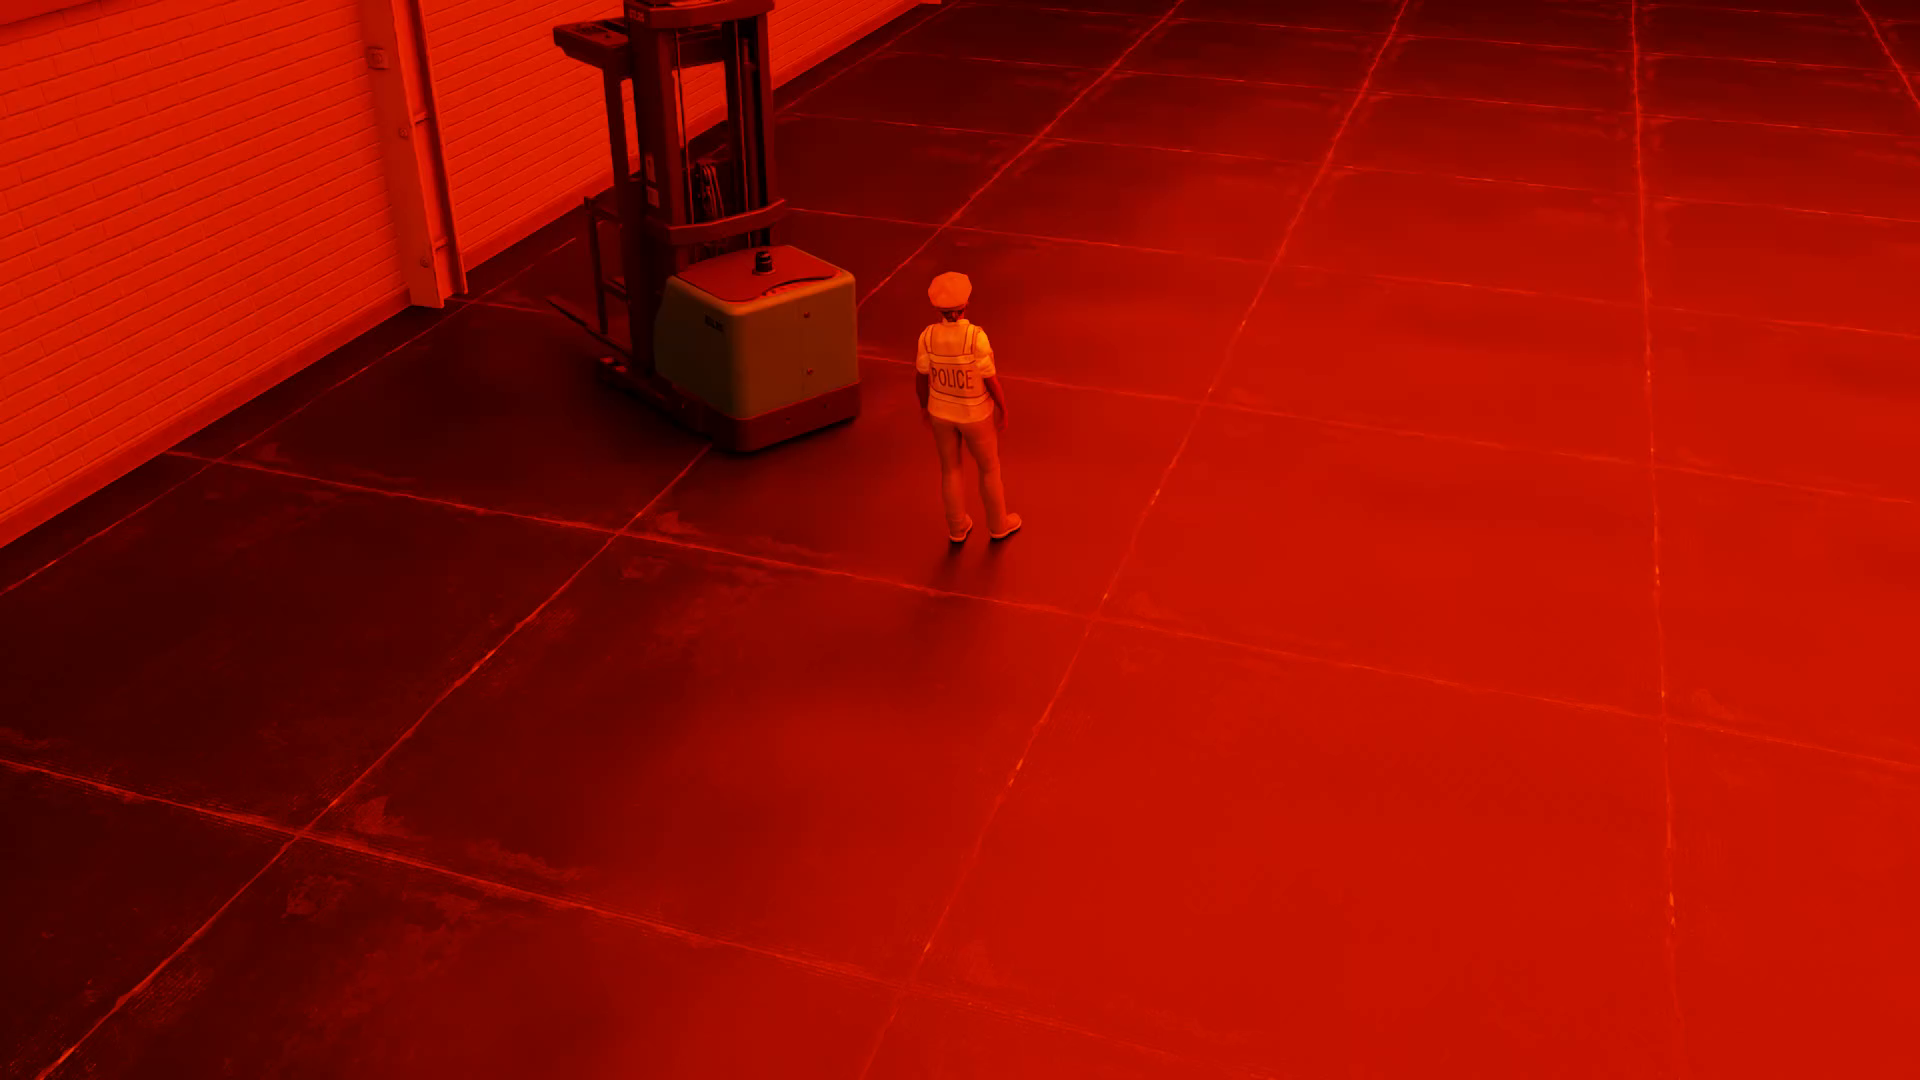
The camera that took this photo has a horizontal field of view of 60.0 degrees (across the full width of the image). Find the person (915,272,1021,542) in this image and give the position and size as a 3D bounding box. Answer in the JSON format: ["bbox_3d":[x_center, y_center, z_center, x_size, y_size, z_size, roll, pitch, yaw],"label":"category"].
[{"bbox_3d":[0.043,-0.774,9.729,0.570,1.695,0.530,10,31,16],"label":"person"}]

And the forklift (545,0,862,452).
[{"bbox_3d":[-2.012,-2.509,11.538,1.130,2.935,3.031,-23,37,-34],"label":"forklift"}]
